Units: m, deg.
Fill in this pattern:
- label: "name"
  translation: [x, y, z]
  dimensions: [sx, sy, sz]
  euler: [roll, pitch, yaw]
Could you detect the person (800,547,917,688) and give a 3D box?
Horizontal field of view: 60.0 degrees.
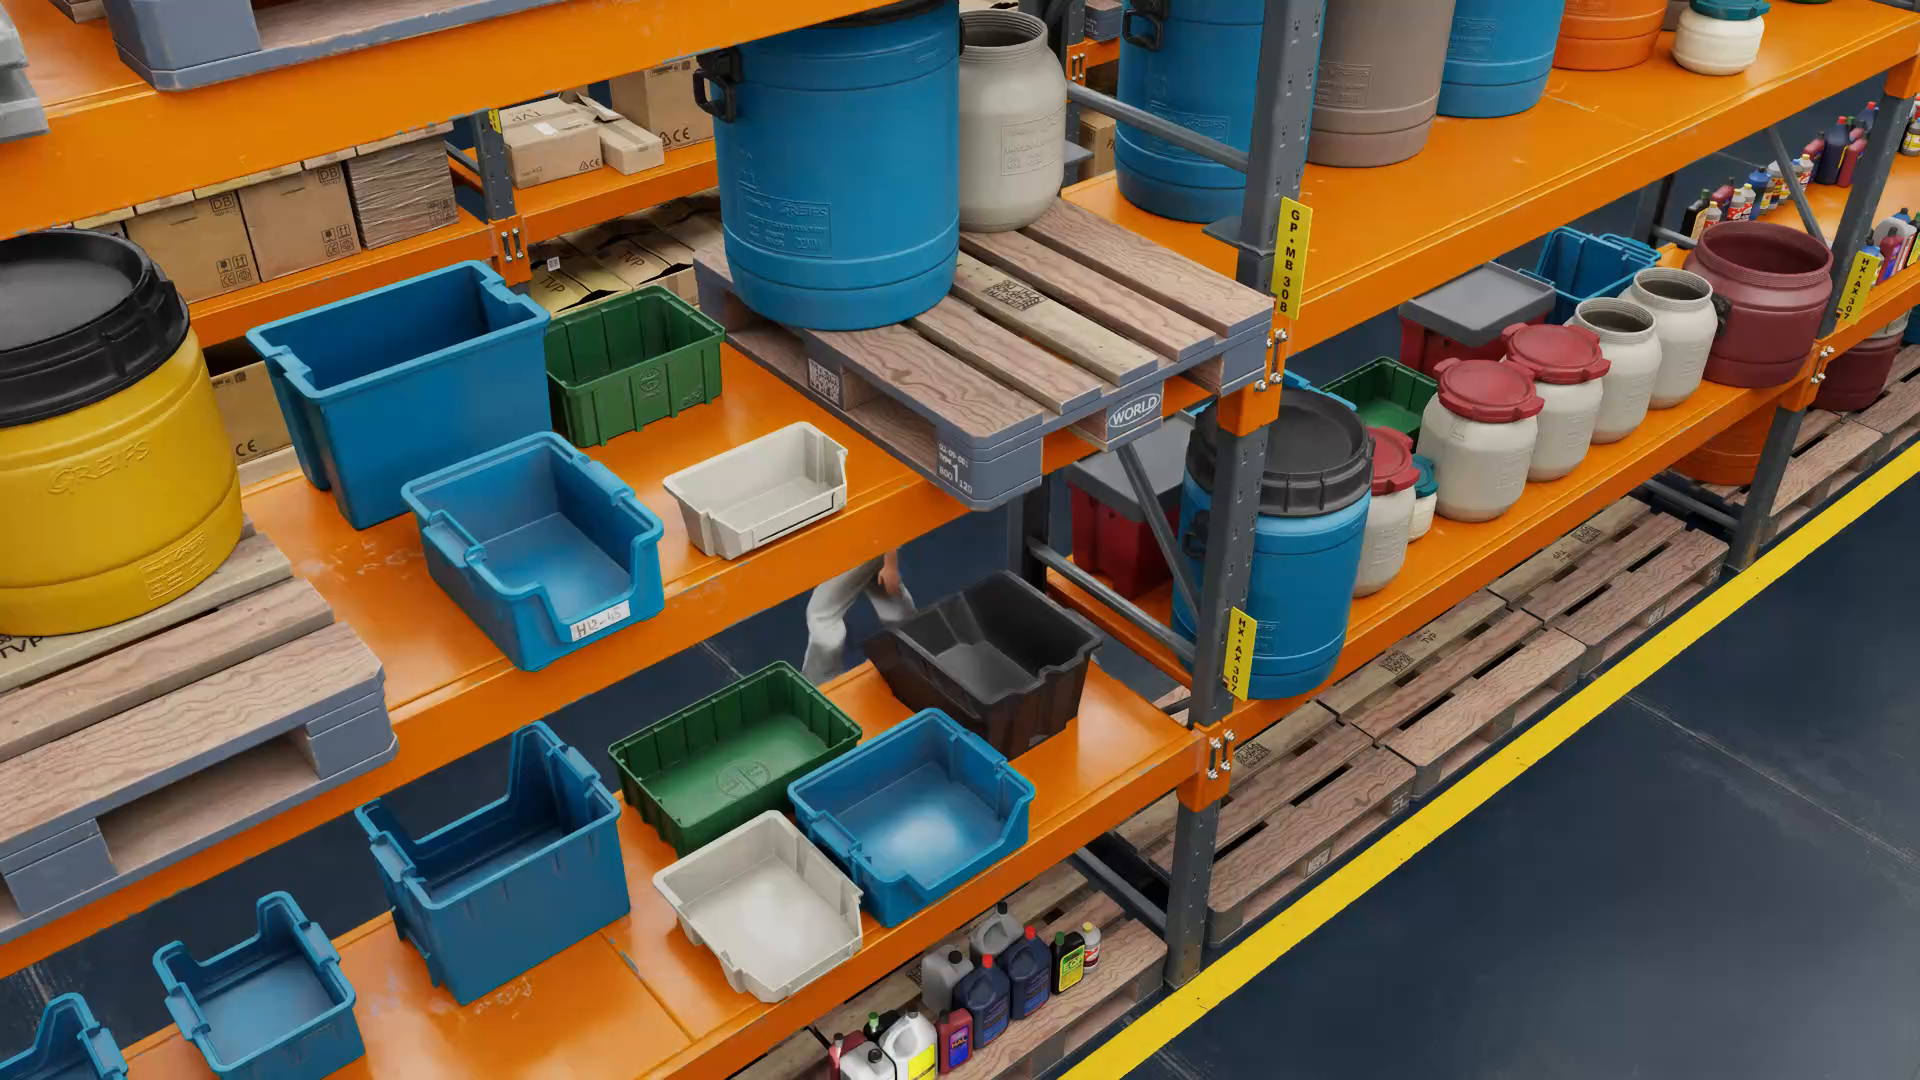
- label: "person"
  translation: [-0.452, 0.022, 7.079]
  dimensions: [0.691, 1.719, 0.501]
  euler: [-6, 37, -9]
